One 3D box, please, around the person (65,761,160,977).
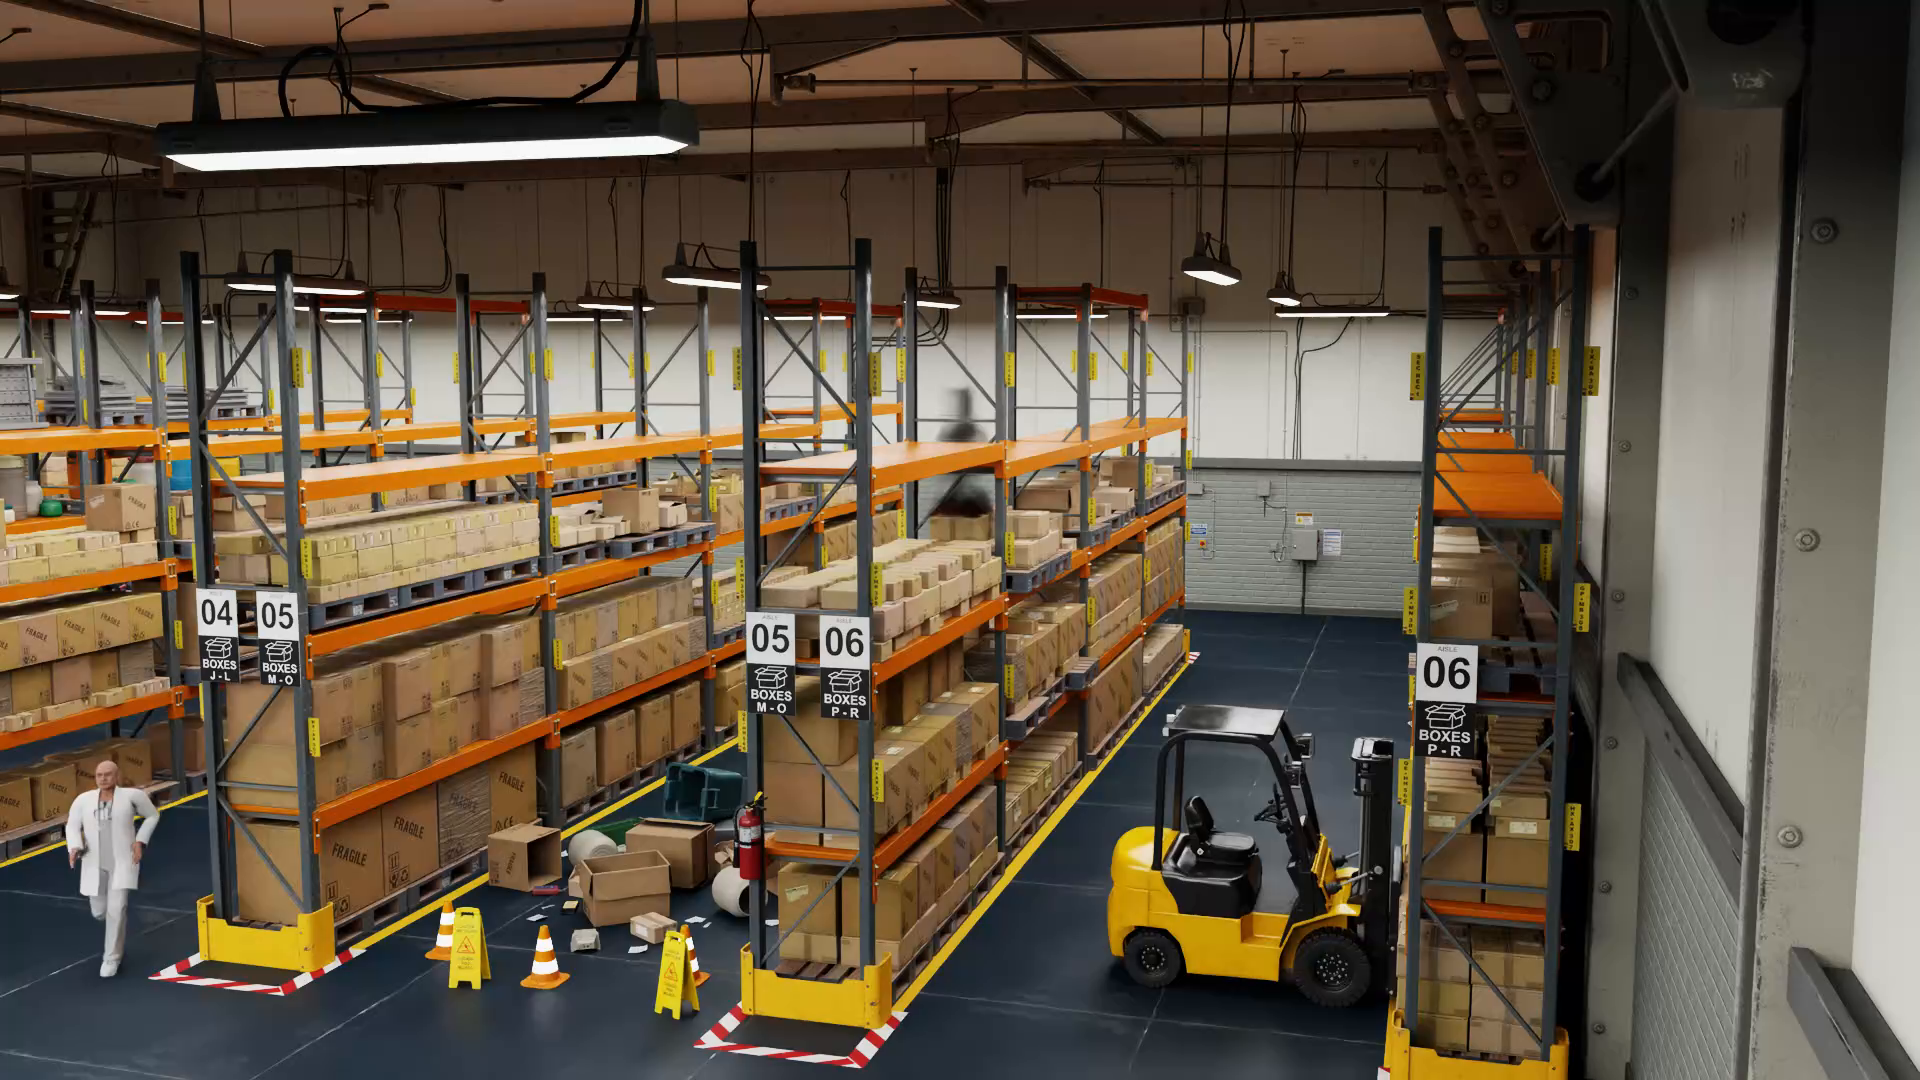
[{"bbox_3d":[-7.197,2.733,14.135,0.717,1.760,0.847,-2,7,-14],"label":"person"}]
